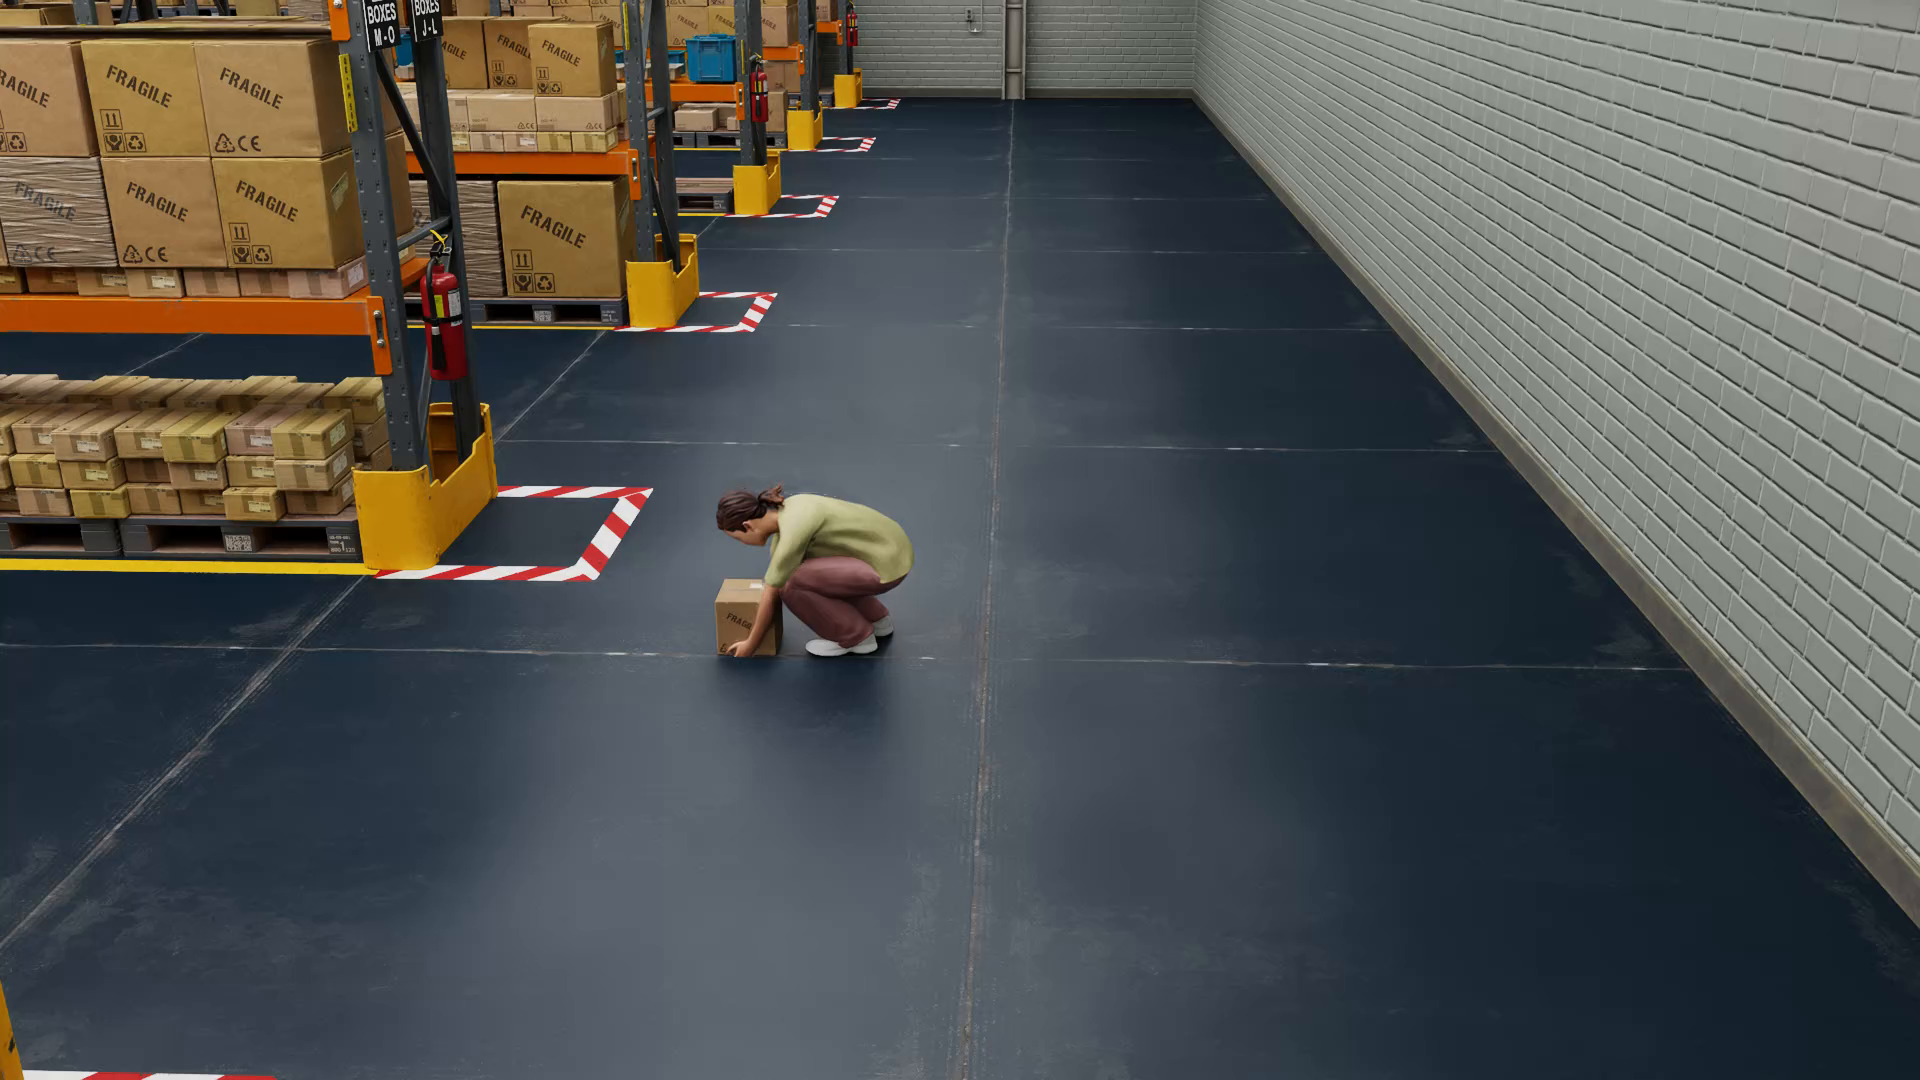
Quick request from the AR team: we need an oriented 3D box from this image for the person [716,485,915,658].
[{"bbox_3d":[-0.611,0.135,7.130,0.831,0.806,0.472,1,21,1],"label":"person"}]
